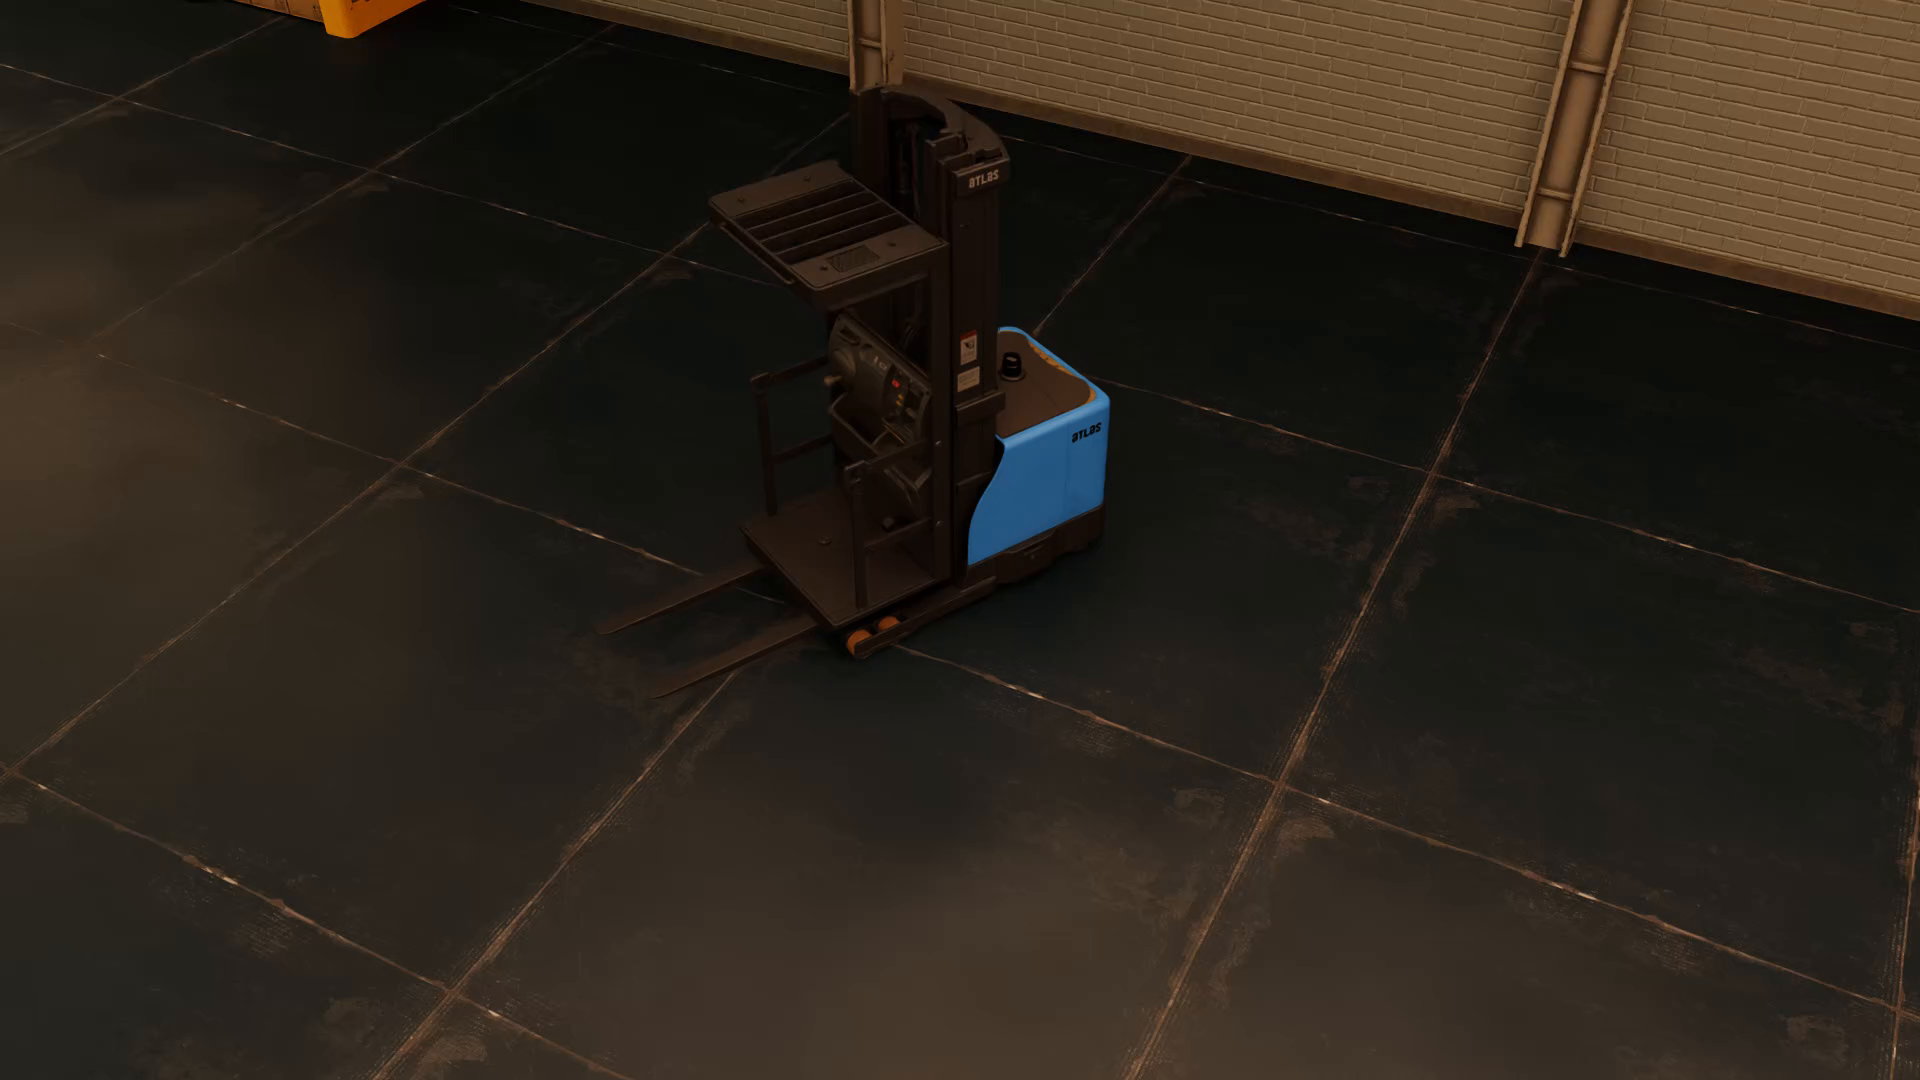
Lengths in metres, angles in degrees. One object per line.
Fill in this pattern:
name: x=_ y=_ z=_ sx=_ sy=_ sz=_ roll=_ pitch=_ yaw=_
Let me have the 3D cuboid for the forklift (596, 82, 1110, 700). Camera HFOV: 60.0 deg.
forklift: x=-0.615 y=-0.834 z=8.977 sx=3.031 sy=2.935 sz=1.130 roll=-24 pitch=46 yaw=-26

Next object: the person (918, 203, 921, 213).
person: x=-0.333 y=-2.093 z=11.685 sx=0.626 sy=1.432 sz=0.722 roll=-33 pitch=50 yaw=-33
